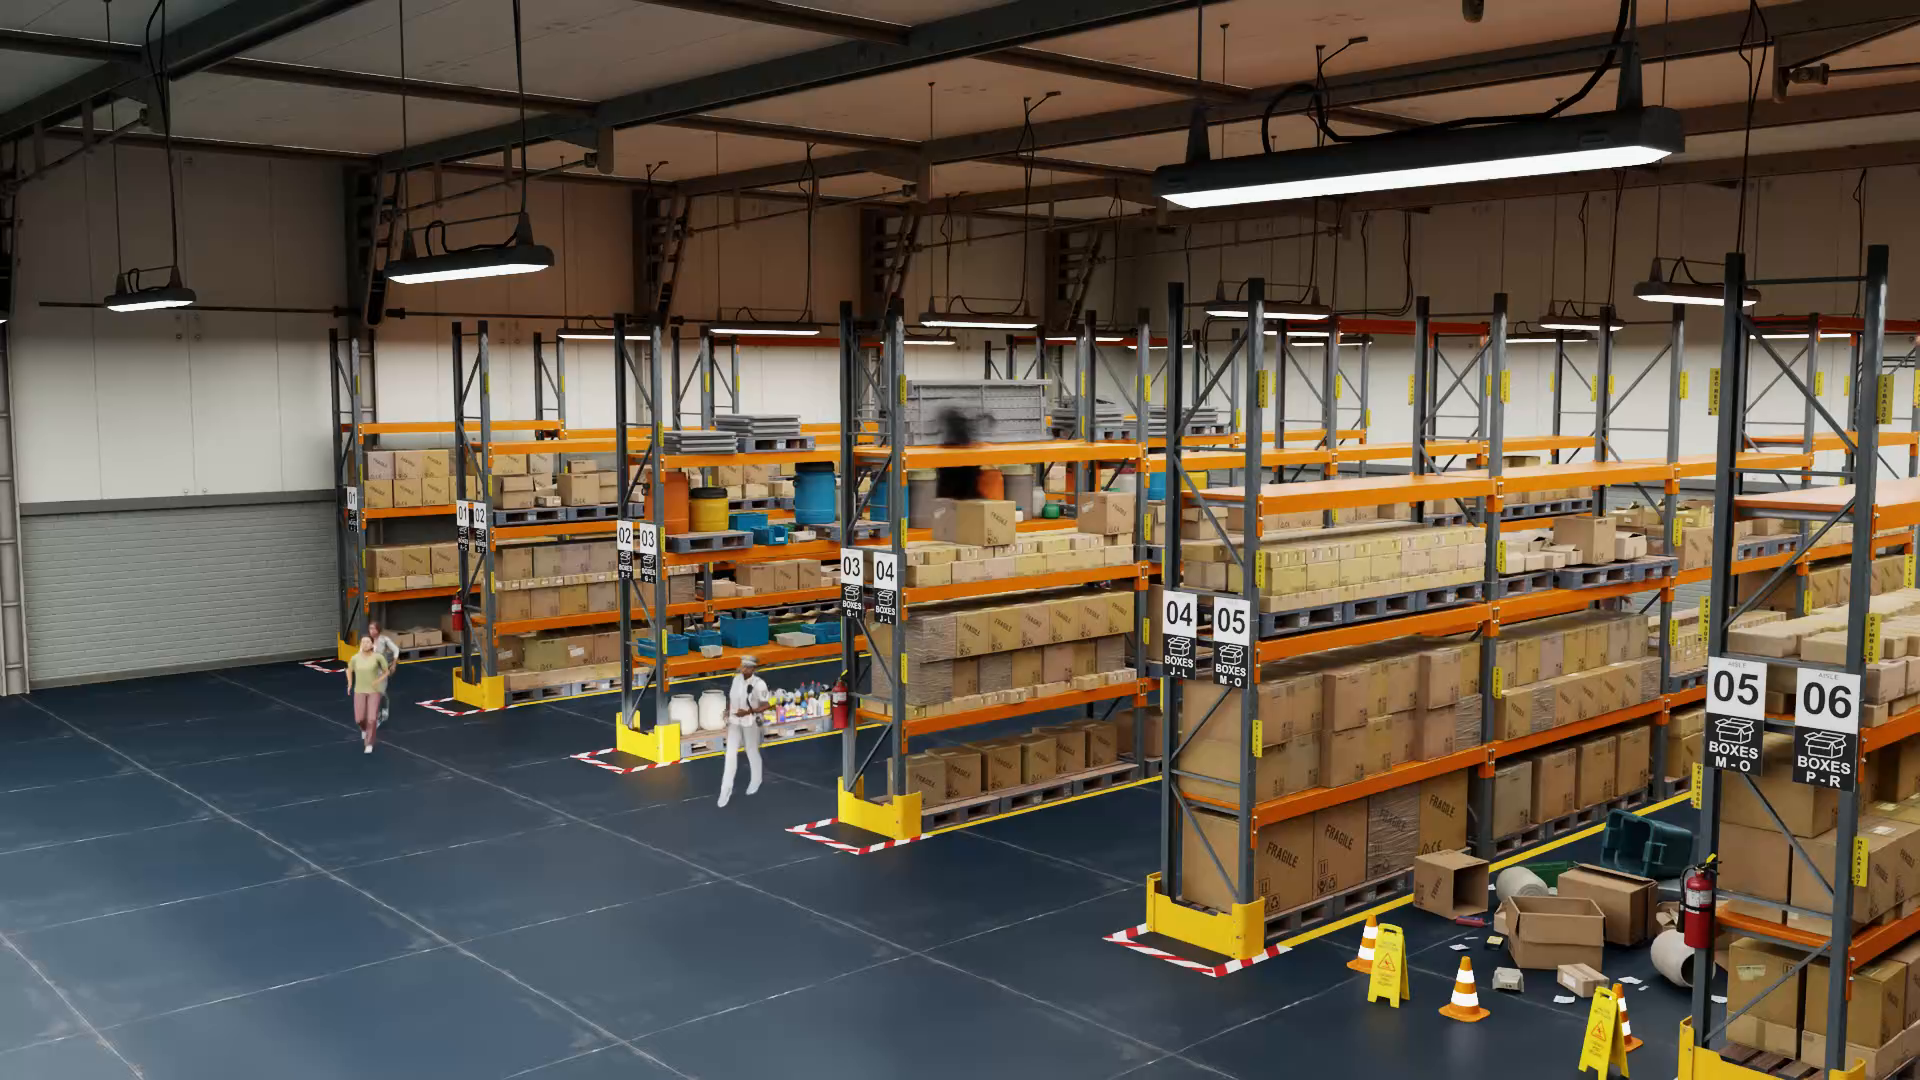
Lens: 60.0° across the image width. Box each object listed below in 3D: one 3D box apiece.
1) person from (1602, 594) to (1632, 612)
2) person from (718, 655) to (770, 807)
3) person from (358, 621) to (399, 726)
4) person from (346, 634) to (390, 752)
[{"bbox_3d":[11.919,1.345,30.333,0.724,1.658,0.611,-3,6,-26],"label":"person"},{"bbox_3d":[-2.463,2.158,19.258,0.604,1.727,0.768,2,6,21],"label":"person"},{"bbox_3d":[-8.579,1.972,24.487,0.574,1.566,0.549,-1,6,-11],"label":"person"},{"bbox_3d":[-8.154,2.104,22.898,0.585,1.627,0.548,-1,6,-12],"label":"person"}]
